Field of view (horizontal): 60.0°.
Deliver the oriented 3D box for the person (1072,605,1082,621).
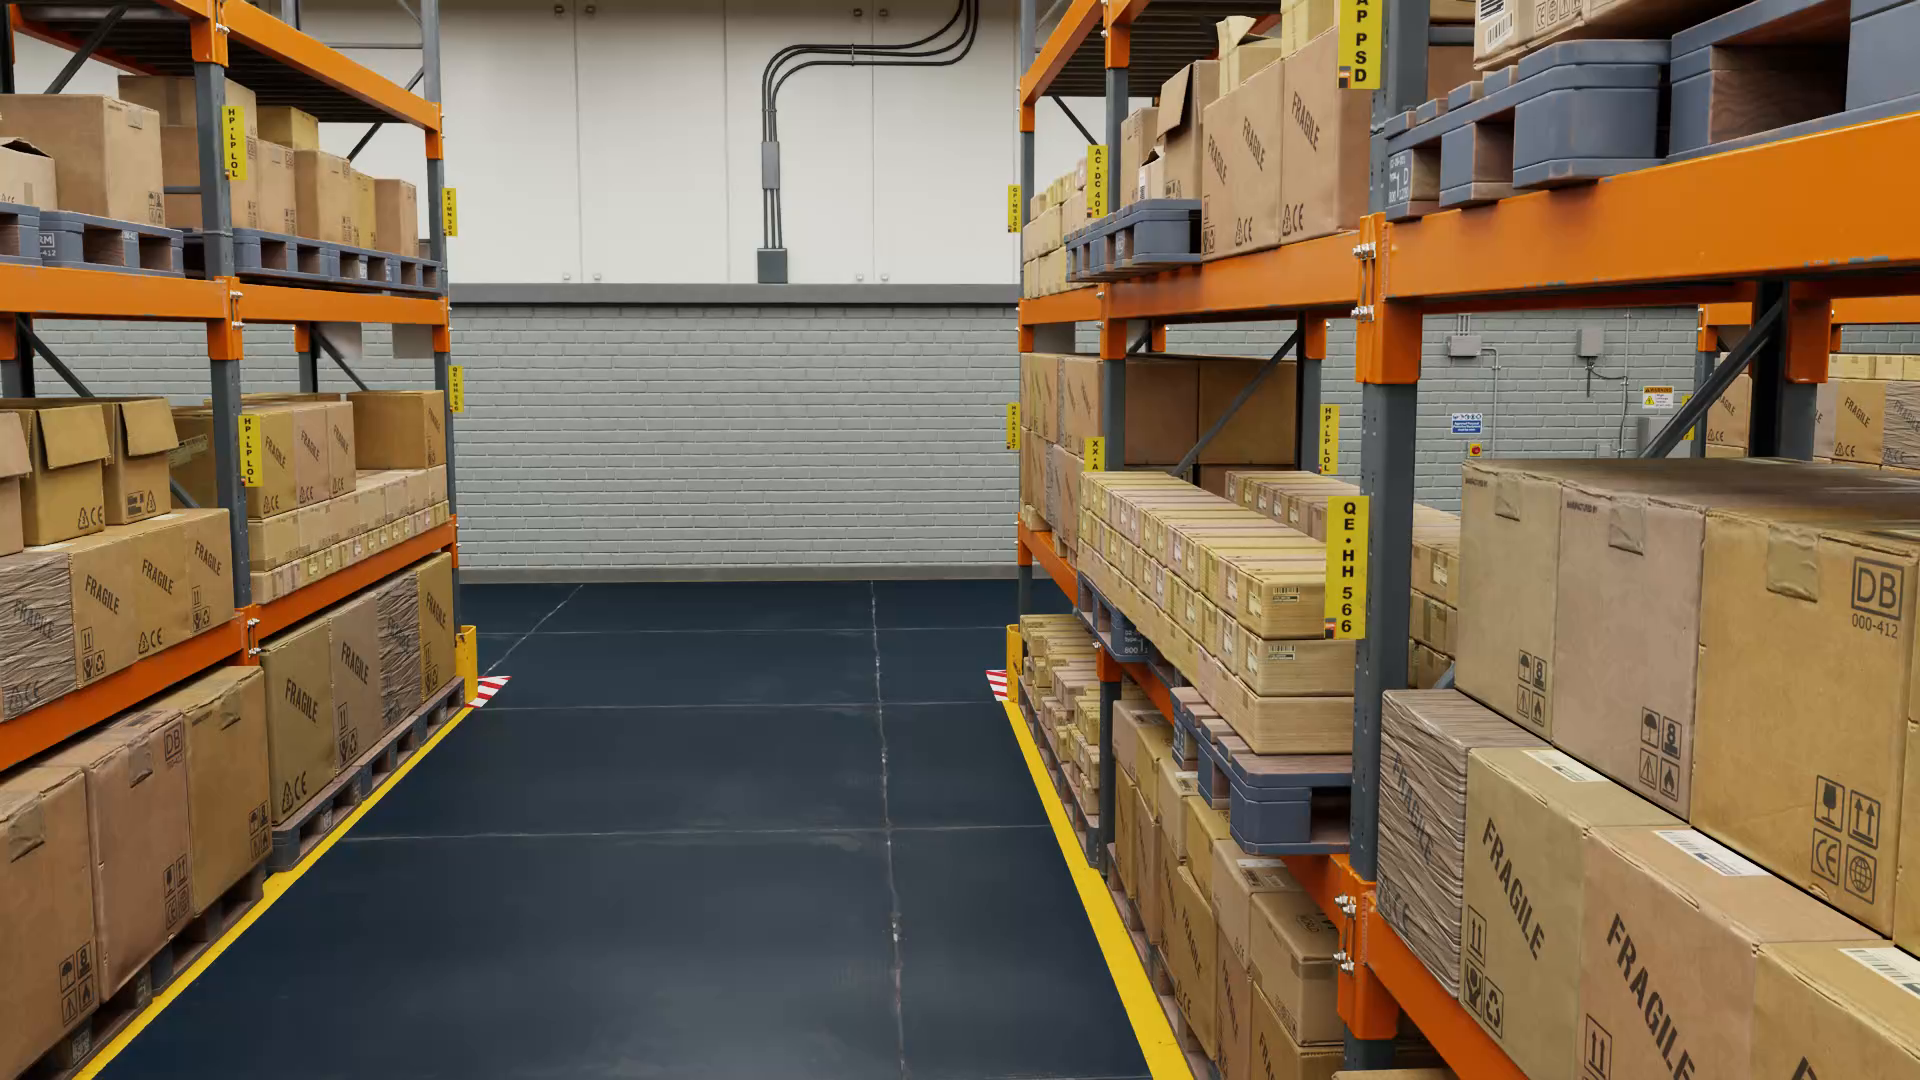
[{"bbox_3d":[1.149,-0.066,14.798,0.399,1.657,0.520,-1,7,-5],"label":"person"}]
